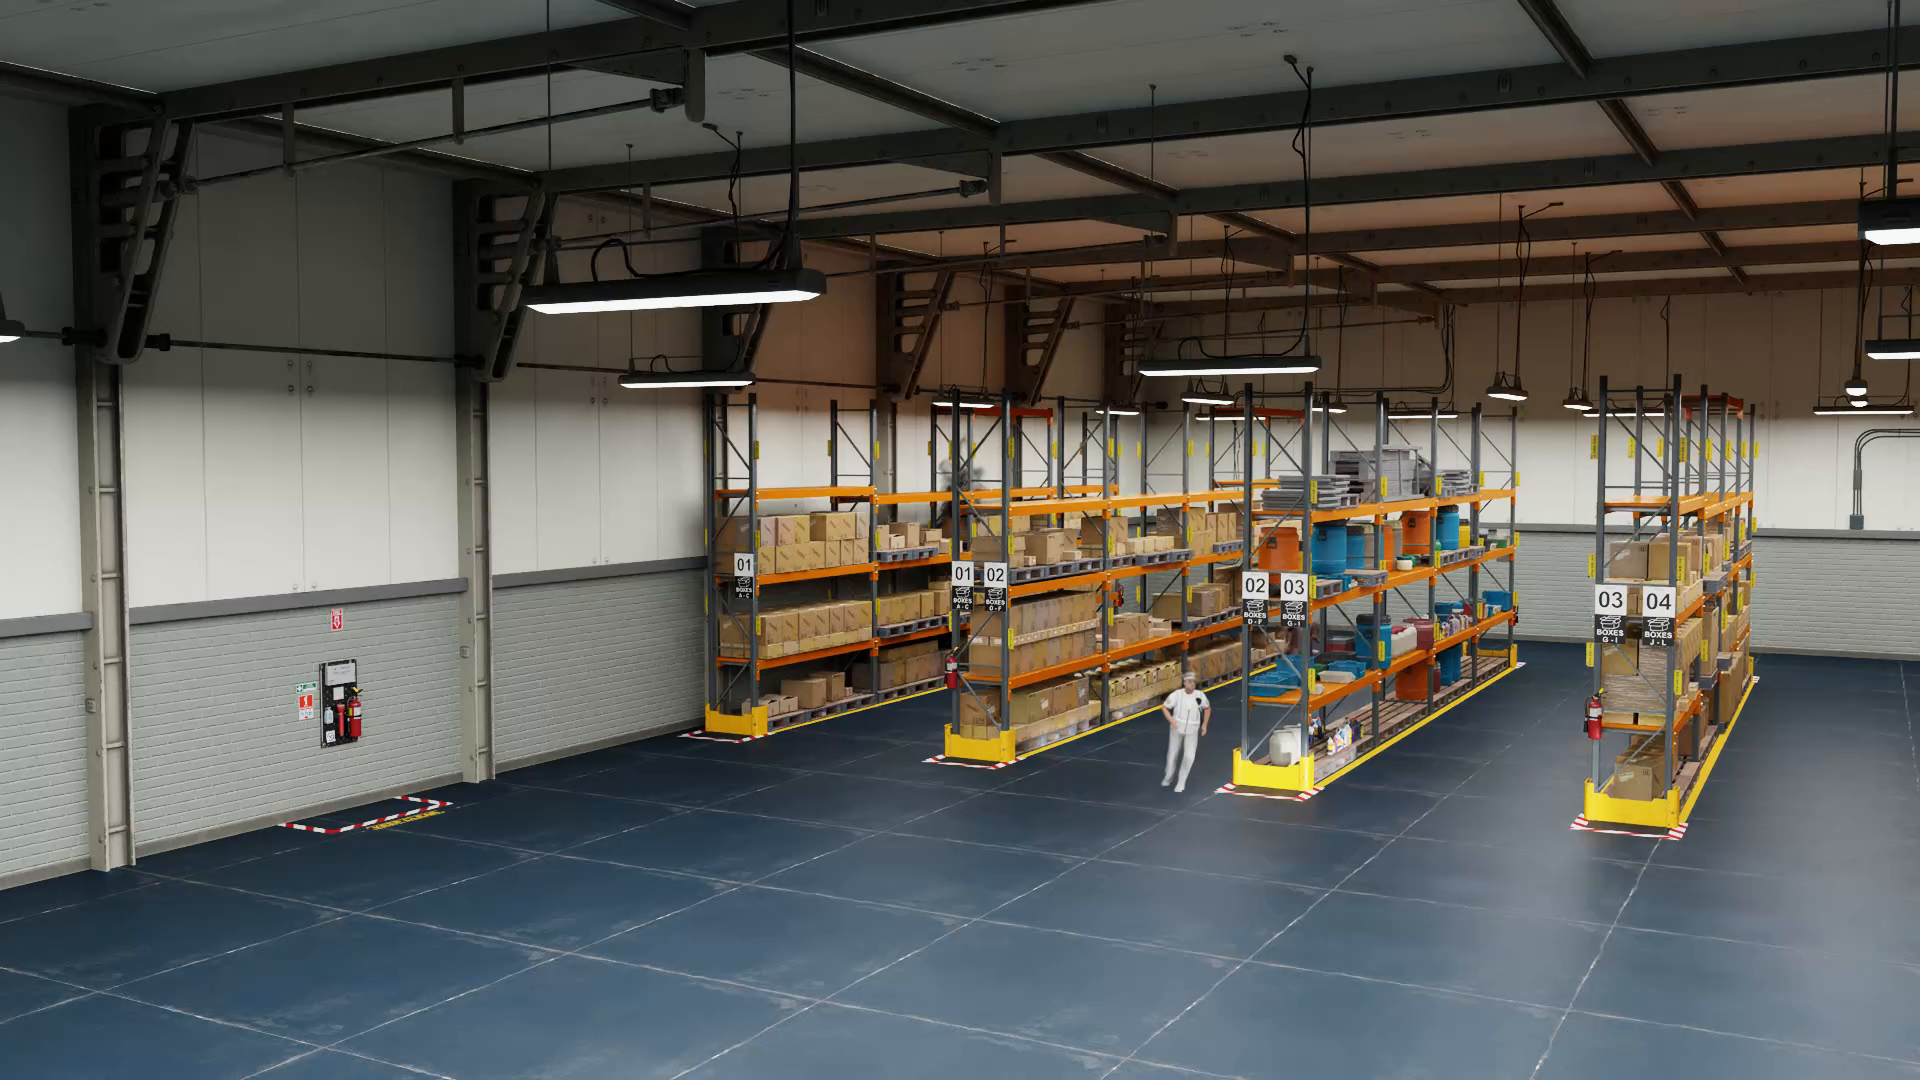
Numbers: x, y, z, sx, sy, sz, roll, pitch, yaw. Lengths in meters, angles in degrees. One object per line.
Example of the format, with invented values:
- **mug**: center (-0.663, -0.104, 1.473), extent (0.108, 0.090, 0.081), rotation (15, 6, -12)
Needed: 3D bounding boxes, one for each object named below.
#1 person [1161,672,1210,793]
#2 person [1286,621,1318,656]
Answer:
- **person**: center (3.330, 2.824, 24.475), extent (0.720, 1.786, 0.663), rotation (0, 3, 6)
- **person**: center (6.934, 2.295, 33.789), extent (0.657, 1.846, 0.828), rotation (1, 3, 16)
